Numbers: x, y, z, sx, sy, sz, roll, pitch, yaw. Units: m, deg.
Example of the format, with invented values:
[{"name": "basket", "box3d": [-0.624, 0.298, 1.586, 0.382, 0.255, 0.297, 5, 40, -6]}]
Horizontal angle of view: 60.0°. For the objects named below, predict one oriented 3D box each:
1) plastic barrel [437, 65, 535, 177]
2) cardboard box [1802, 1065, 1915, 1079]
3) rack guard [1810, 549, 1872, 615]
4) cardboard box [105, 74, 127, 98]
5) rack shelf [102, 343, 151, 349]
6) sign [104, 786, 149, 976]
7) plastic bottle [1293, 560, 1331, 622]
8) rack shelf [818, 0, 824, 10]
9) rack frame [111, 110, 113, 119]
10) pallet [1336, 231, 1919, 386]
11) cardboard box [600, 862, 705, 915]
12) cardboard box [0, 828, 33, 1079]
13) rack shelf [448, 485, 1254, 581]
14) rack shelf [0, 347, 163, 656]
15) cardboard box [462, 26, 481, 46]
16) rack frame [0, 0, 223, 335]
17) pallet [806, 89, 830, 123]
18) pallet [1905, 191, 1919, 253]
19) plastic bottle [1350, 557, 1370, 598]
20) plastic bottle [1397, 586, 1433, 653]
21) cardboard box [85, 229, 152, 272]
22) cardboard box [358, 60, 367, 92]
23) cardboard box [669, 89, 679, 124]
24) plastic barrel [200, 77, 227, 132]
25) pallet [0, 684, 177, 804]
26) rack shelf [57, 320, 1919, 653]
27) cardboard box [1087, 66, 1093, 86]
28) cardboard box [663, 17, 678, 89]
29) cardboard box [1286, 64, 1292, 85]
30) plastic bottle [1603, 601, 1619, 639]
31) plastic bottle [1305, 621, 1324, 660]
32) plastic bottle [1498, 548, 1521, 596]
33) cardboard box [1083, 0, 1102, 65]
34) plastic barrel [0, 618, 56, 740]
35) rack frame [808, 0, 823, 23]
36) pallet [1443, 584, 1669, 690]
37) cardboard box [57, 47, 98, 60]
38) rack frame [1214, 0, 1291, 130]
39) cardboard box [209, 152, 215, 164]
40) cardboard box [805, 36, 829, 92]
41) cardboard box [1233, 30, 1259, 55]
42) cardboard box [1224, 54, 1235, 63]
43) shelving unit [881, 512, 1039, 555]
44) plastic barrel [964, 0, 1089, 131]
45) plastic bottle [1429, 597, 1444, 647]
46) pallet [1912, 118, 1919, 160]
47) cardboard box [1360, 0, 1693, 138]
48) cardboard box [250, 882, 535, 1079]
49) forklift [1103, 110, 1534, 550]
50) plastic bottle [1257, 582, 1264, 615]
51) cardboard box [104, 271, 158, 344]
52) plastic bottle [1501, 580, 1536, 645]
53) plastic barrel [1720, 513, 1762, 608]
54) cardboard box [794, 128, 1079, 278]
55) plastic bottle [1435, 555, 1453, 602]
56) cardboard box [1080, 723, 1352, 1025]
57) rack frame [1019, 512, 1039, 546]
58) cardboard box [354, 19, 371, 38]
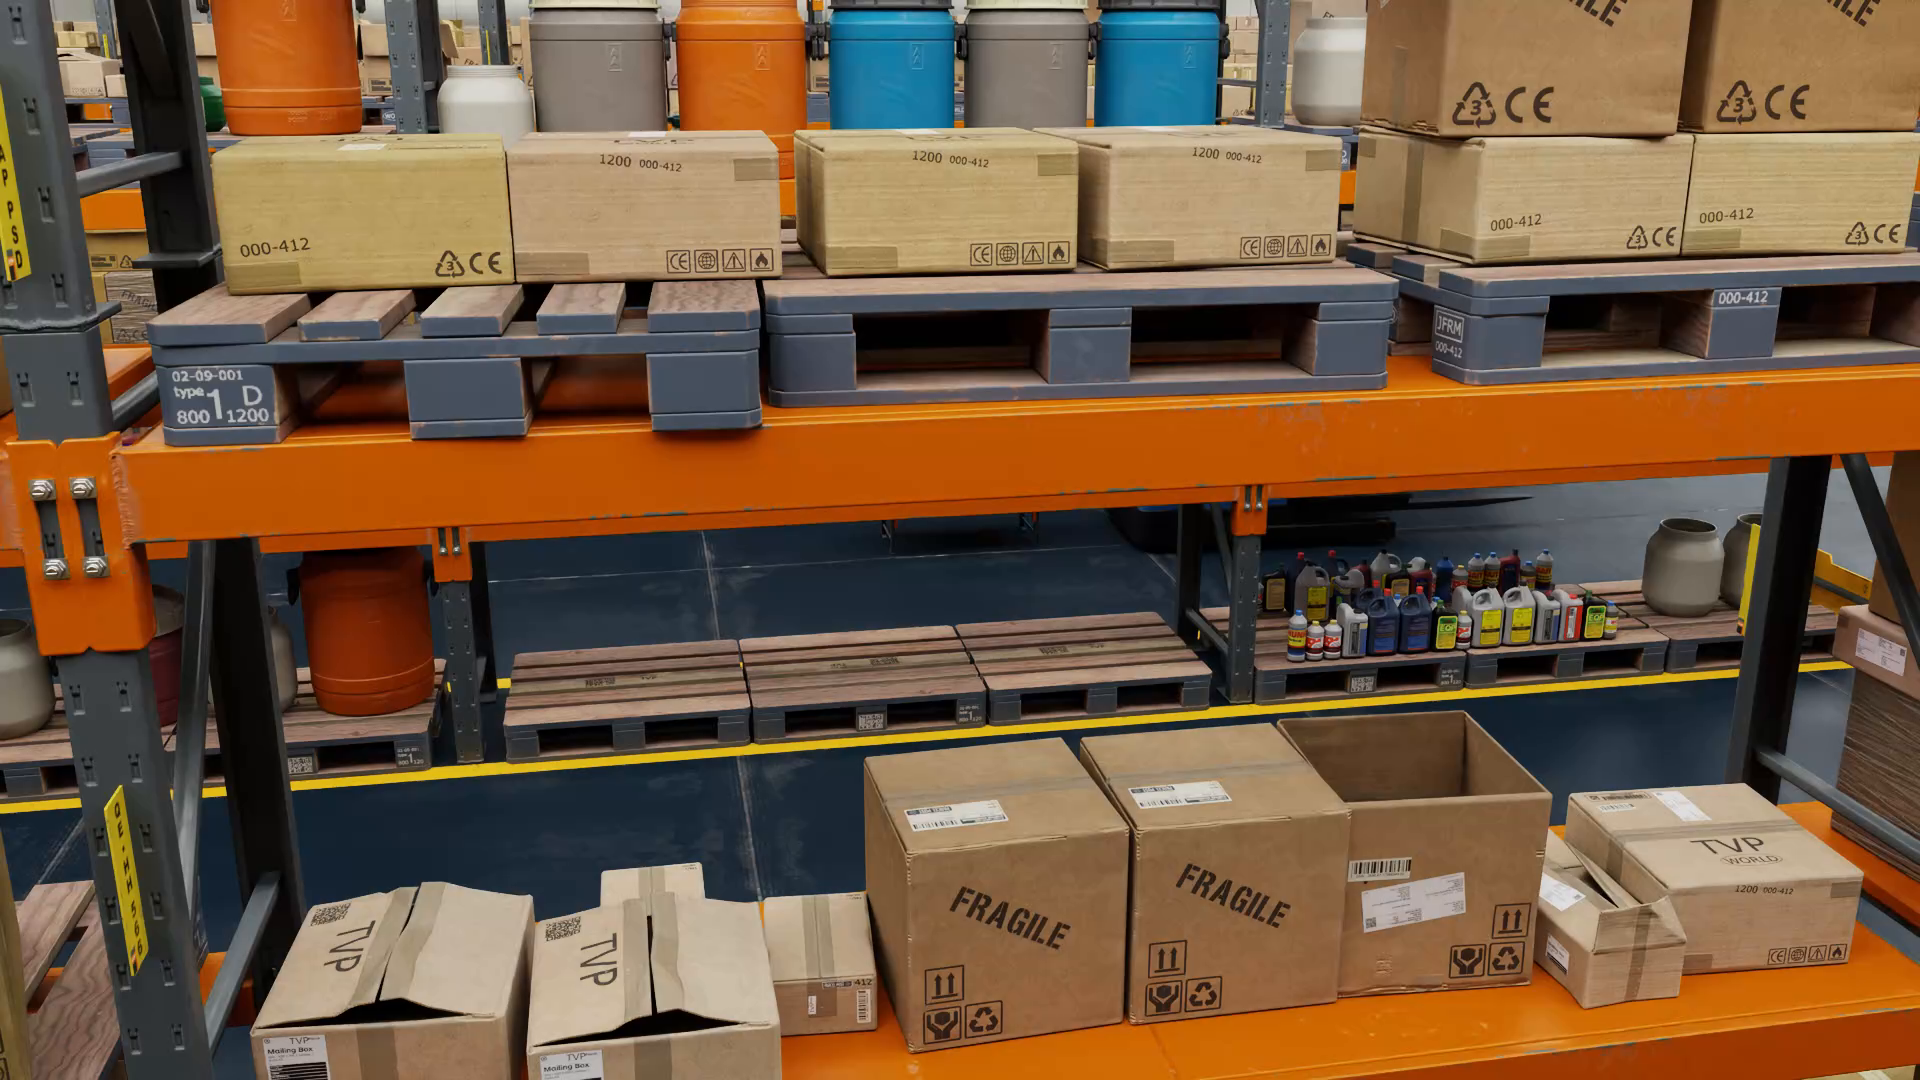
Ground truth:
[{"name": "plastic barrel", "box3d": [-2.147, -1.887, 7.547, 0.421, 0.512, 0.421, 0, 17, 0]}, {"name": "cardboard box", "box3d": [2.768, 1.760, 4.942, 0.500, 0.250, 0.500, -3, 17, -10]}, {"name": "rack guard", "box3d": [5.279, 0.297, 9.995, 0.348, 0.500, 1.175, -3, 17, -10]}, {"name": "cardboard box", "box3d": [-5.886, -3.230, 11.822, 0.250, 0.149, 0.380, -4, 18, -13]}, {"name": "rack shelf", "box3d": [-5.413, -1.443, 12.626, 4.000, 0.370, 1.077, -3, 17, -10]}, {"name": "sign", "box3d": [-1.461, 0.598, 2.919, 0.005, 0.325, 0.100, -3, 17, -10]}, {"name": "plastic bottle", "box3d": [2.023, 0.285, 9.537, 0.185, 0.351, 0.144, -3, 17, -10]}, {"name": "rack shelf", "box3d": [-0.384, -8.853, 27.214, 4.000, 0.370, 1.077, -3, 17, -10]}, {"name": "rack frame", "box3d": [-8.218, -3.111, 16.832, 0.127, 3.000, 1.000, -3, 17, -10]}, {"name": "pallet", "box3d": [1.490, -0.555, 3.726, 1.217, 0.209, 0.805, -4, 18, -13]}, {"name": "cardboard box", "box3d": [-0.743, 0.948, 4.044, 0.250, 0.149, 0.380, -3, 17, -10]}, {"name": "cardboard box", "box3d": [-2.171, 0.777, 3.289, 0.500, 0.500, 0.700, -10, 20, -29]}, {"name": "rack shelf", "box3d": [-0.546, -0.238, 8.703, 4.000, 0.370, 1.077, -3, 17, -10]}, {"name": "rack shelf", "box3d": [-3.537, -0.021, 2.888, 4.000, 0.370, 1.077, -3, 17, -10]}, {"name": "cardboard box", "box3d": [-6.265, -6.328, 21.310, 0.500, 0.500, 0.700, -4, 18, -13]}, {"name": "rack frame", "box3d": [-1.574, -1.910, 2.704, 0.127, 3.000, 1.000, -3, 17, -10]}, {"name": "pallet", "box3d": [-1.166, -3.403, 12.993, 1.003, 0.211, 1.213, -3, 17, -10]}, {"name": "pallet", "box3d": [3.186, -0.712, 4.062, 1.213, 0.211, 1.003, -3, 17, -10]}, {"name": "plastic bottle", "box3d": [2.336, 0.244, 9.785, 0.133, 0.283, 0.061, -2, 17, -7]}, {"name": "plastic bottle", "box3d": [2.474, 0.427, 9.076, 0.185, 0.351, 0.144, -4, 18, -13]}, {"name": "cardboard box", "box3d": [-6.075, -2.276, 12.233, 0.637, 0.503, 0.797, -3, 17, -10]}, {"name": "cardboard box", "box3d": [-5.784, -4.652, 16.570, 0.500, 0.500, 0.500, -3, 17, -10]}, {"name": "cardboard box", "box3d": [-1.933, -3.273, 12.506, 0.500, 0.250, 0.500, -3, 17, -9]}, {"name": "plastic barrel", "box3d": [-3.594, -2.038, 7.779, 0.294, 0.245, 0.294, 0, 17, 0]}, {"name": "pallet", "box3d": [-4.471, 0.985, 8.244, 1.213, 0.211, 1.003, -3, 17, -10]}, {"name": "rack shelf", "box3d": [0.390, -0.244, 3.613, 4.000, 0.370, 1.077, -3, 17, -10]}, {"name": "cardboard box", "box3d": [0.856, -3.603, 12.902, 0.250, 0.149, 0.380, -4, 17, -12]}, {"name": "cardboard box", "box3d": [-1.948, -3.628, 12.385, 0.500, 0.500, 0.500, -4, 17, -12]}, {"name": "cardboard box", "box3d": [2.635, -3.719, 13.279, 0.250, 0.149, 0.380, -4, 18, -13]}, {"name": "plastic bottle", "box3d": [3.625, 0.440, 9.287, 0.097, 0.201, 0.097, 0, 17, 0]}, {"name": "plastic bottle", "box3d": [1.913, 0.537, 8.971, 0.097, 0.201, 0.097, 0, 17, 0]}, {"name": "plastic bottle", "box3d": [3.280, 0.191, 9.960, 0.133, 0.283, 0.061, -3, 17, -10]}, {"name": "cardboard box", "box3d": [0.872, -4.083, 13.358, 0.500, 0.500, 0.500, -4, 17, -12]}, {"name": "plastic barrel", "box3d": [-4.633, 0.670, 8.043, 0.421, 0.512, 0.421, 0, 17, 0]}, {"name": "rack frame", "box3d": [-2.347, -9.276, 26.687, 0.127, 3.000, 1.000, -3, 17, -10]}, {"name": "pallet", "box3d": [3.285, 0.545, 9.677, 1.213, 0.211, 1.003, -3, 17, -10]}, {"name": "cardboard box", "box3d": [-8.623, -4.613, 16.018, 0.500, 0.250, 0.500, -4, 18, -13]}, {"name": "rack frame", "box3d": [1.418, -3.561, 8.079, 0.127, 3.000, 1.000, -3, 17, -10]}, {"name": "cardboard box", "box3d": [-9.668, -4.952, 20.953, 0.500, 0.500, 0.500, -3, 17, -11]}, {"name": "cardboard box", "box3d": [-0.927, -3.755, 12.928, 0.637, 0.503, 0.797, -3, 17, -8]}, {"name": "cardboard box", "box3d": [3.136, -5.425, 18.118, 0.500, 0.250, 0.500, -3, 17, -10]}, {"name": "cardboard box", "box3d": [2.802, -5.197, 18.058, 0.250, 0.149, 0.380, -3, 17, -10]}, {"name": "shelving unit", "box3d": [-0.007, -0.537, 11.645, 1.048, 1.125, 0.538, -3, 17, -10]}, {"name": "plastic barrel", "box3d": [0.317, -2.240, 8.032, 0.600, 0.901, 0.600, 0, 17, 0]}, {"name": "plastic bottle", "box3d": [2.612, 0.446, 9.149, 0.097, 0.271, 0.097, 0, 17, 0]}, {"name": "pallet", "box3d": [4.514, -2.242, 9.215, 1.213, 0.211, 1.003, -3, 17, -10]}, {"name": "cardboard box", "box3d": [1.186, -1.125, 3.521, 0.500, 0.500, 0.500, -2, 17, -5]}, {"name": "cardboard box", "box3d": [-1.208, 0.993, 3.623, 0.500, 0.311, 0.500, -2, 17, -7]}, {"name": "forklift", "box3d": [2.624, -1.521, 11.773, 3.031, 2.935, 1.130, -3, 17, -10]}, {"name": "plastic bottle", "box3d": [1.715, 0.324, 9.665, 0.097, 0.201, 0.097, 0, 17, 0]}, {"name": "cardboard box", "box3d": [-5.893, -1.733, 12.175, 0.500, 0.500, 0.500, -4, 17, -12]}, {"name": "plastic bottle", "box3d": [3.074, 0.393, 9.187, 0.185, 0.351, 0.144, -3, 17, -8]}, {"name": "plastic barrel", "box3d": [4.713, 0.131, 9.798, 0.421, 0.512, 0.421, 0, 17, 0]}, {"name": "cardboard box", "box3d": [-0.064, -0.710, 3.445, 0.500, 0.250, 0.500, -4, 17, -12]}, {"name": "plastic bottle", "box3d": [2.872, 0.225, 9.868, 0.097, 0.271, 0.097, 0, 17, 0]}, {"name": "cardboard box", "box3d": [0.588, 0.782, 3.986, 0.500, 0.500, 0.500, -3, 17, -10]}, {"name": "rack frame", "box3d": [0.492, -0.566, 11.738, 0.032, 1.125, 0.500, -3, 17, -10]}, {"name": "cardboard box", "box3d": [-5.898, -5.006, 16.420, 0.258, 0.266, 0.396, -3, 17, -10]}]
